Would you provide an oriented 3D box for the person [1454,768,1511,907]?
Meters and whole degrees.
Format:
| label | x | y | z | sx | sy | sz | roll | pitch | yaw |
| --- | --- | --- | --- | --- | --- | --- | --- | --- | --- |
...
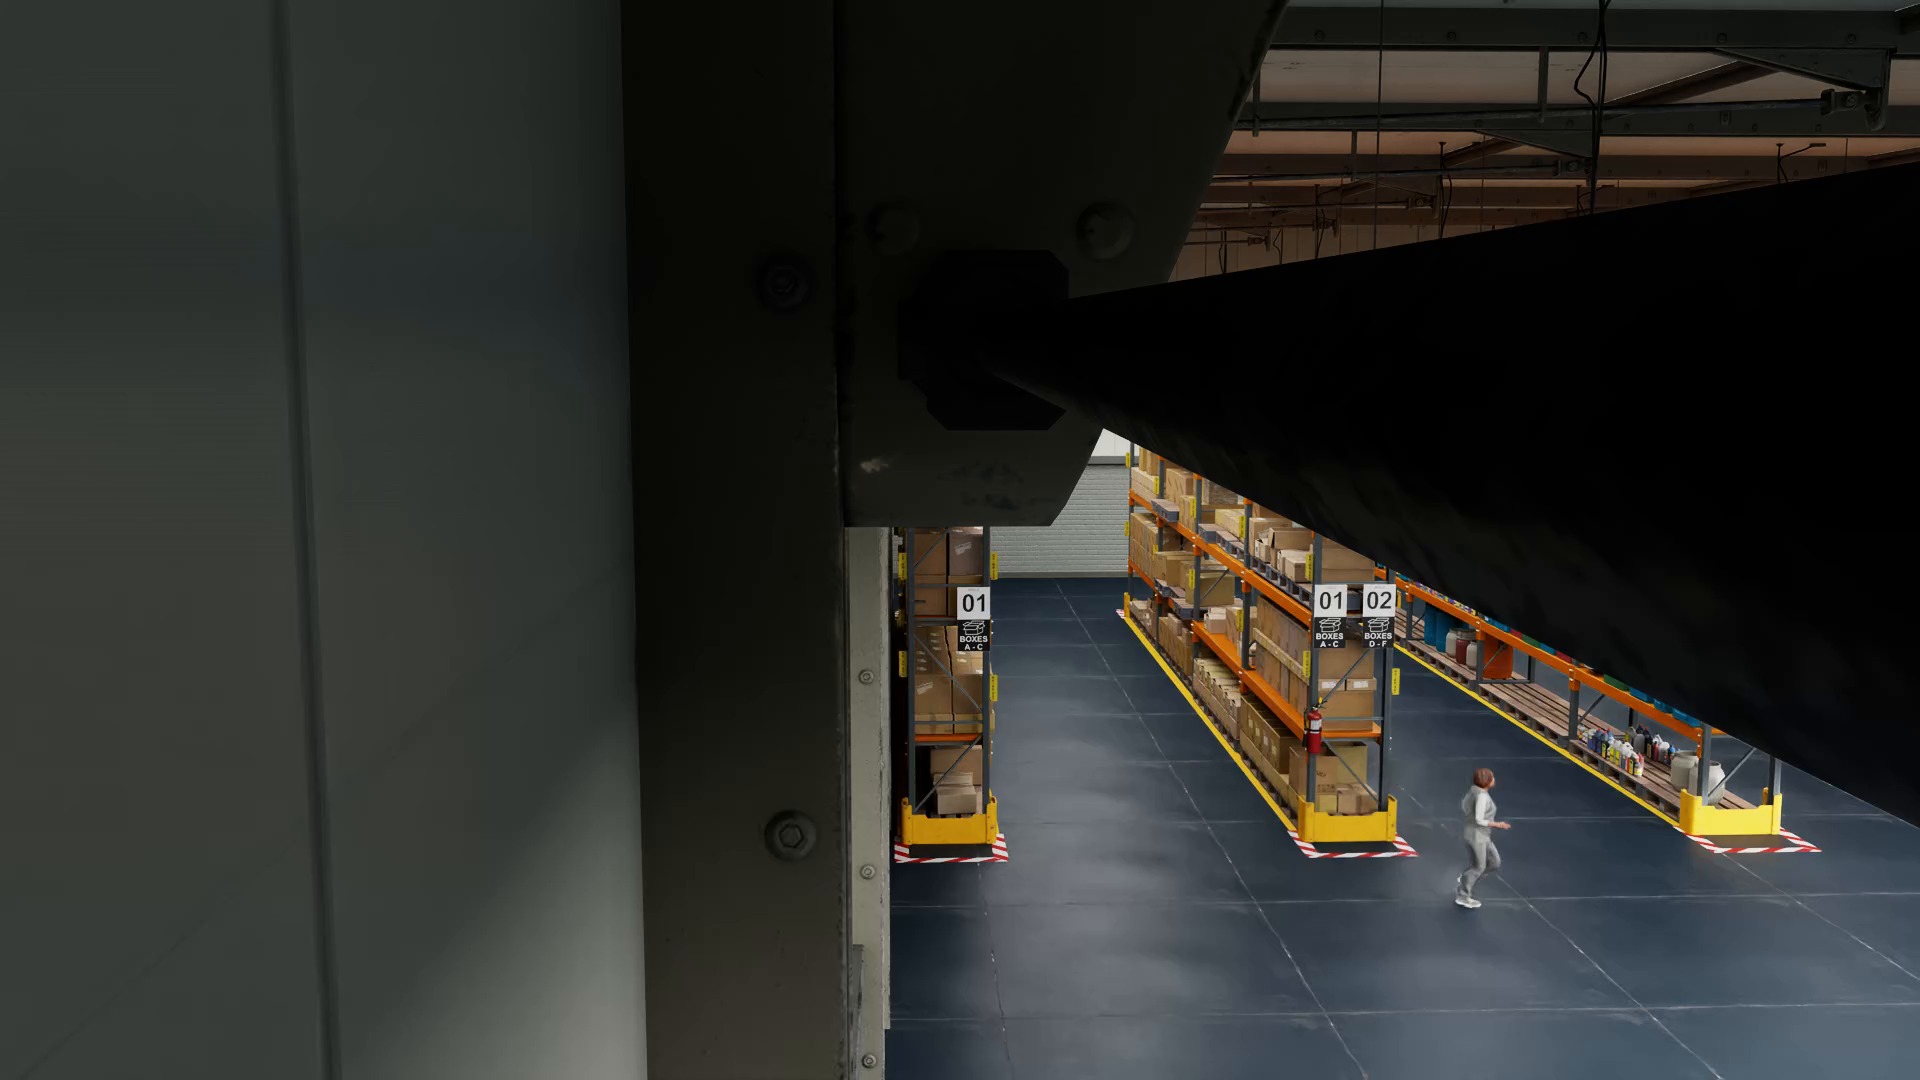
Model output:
| label | x | y | z | sx | sy | sz | roll | pitch | yaw |
| --- | --- | --- | --- | --- | --- | --- | --- | --- | --- |
| person | 5.690 | 3.247 | 18.086 | 0.554 | 1.566 | 0.519 | 2 | 8 | 16 |
